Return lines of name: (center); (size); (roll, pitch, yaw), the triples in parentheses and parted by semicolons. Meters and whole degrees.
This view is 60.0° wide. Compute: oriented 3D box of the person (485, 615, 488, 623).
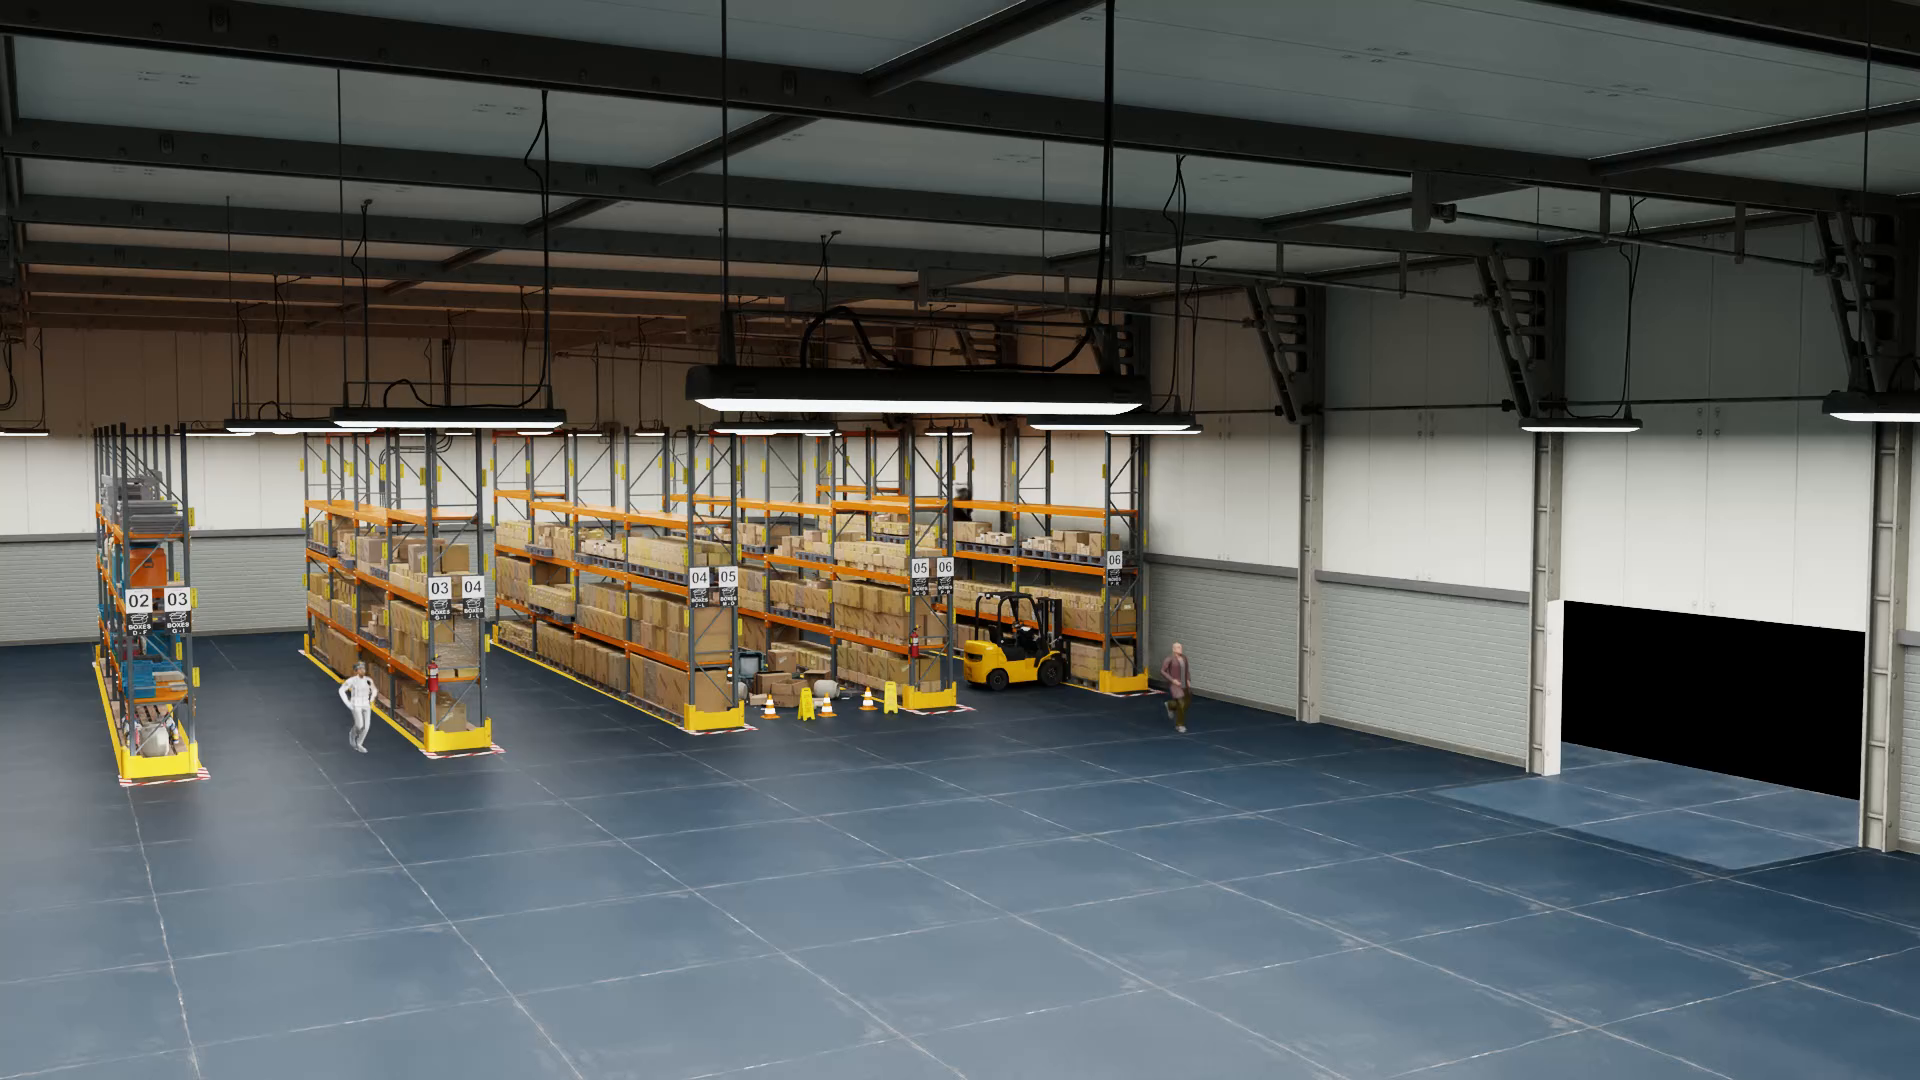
person: (-12.550, 2.213, 43.241); (0.530, 1.788, 0.988); (-2, 4, -25)

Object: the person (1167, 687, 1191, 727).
person: (4.269, 3.201, 32.770); (0.393, 0.939, 0.601); (-3, 4, -39)

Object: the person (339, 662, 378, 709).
person: (-10.949, 2.655, 30.394); (0.677, 0.856, 0.447); (-3, 5, -41)
